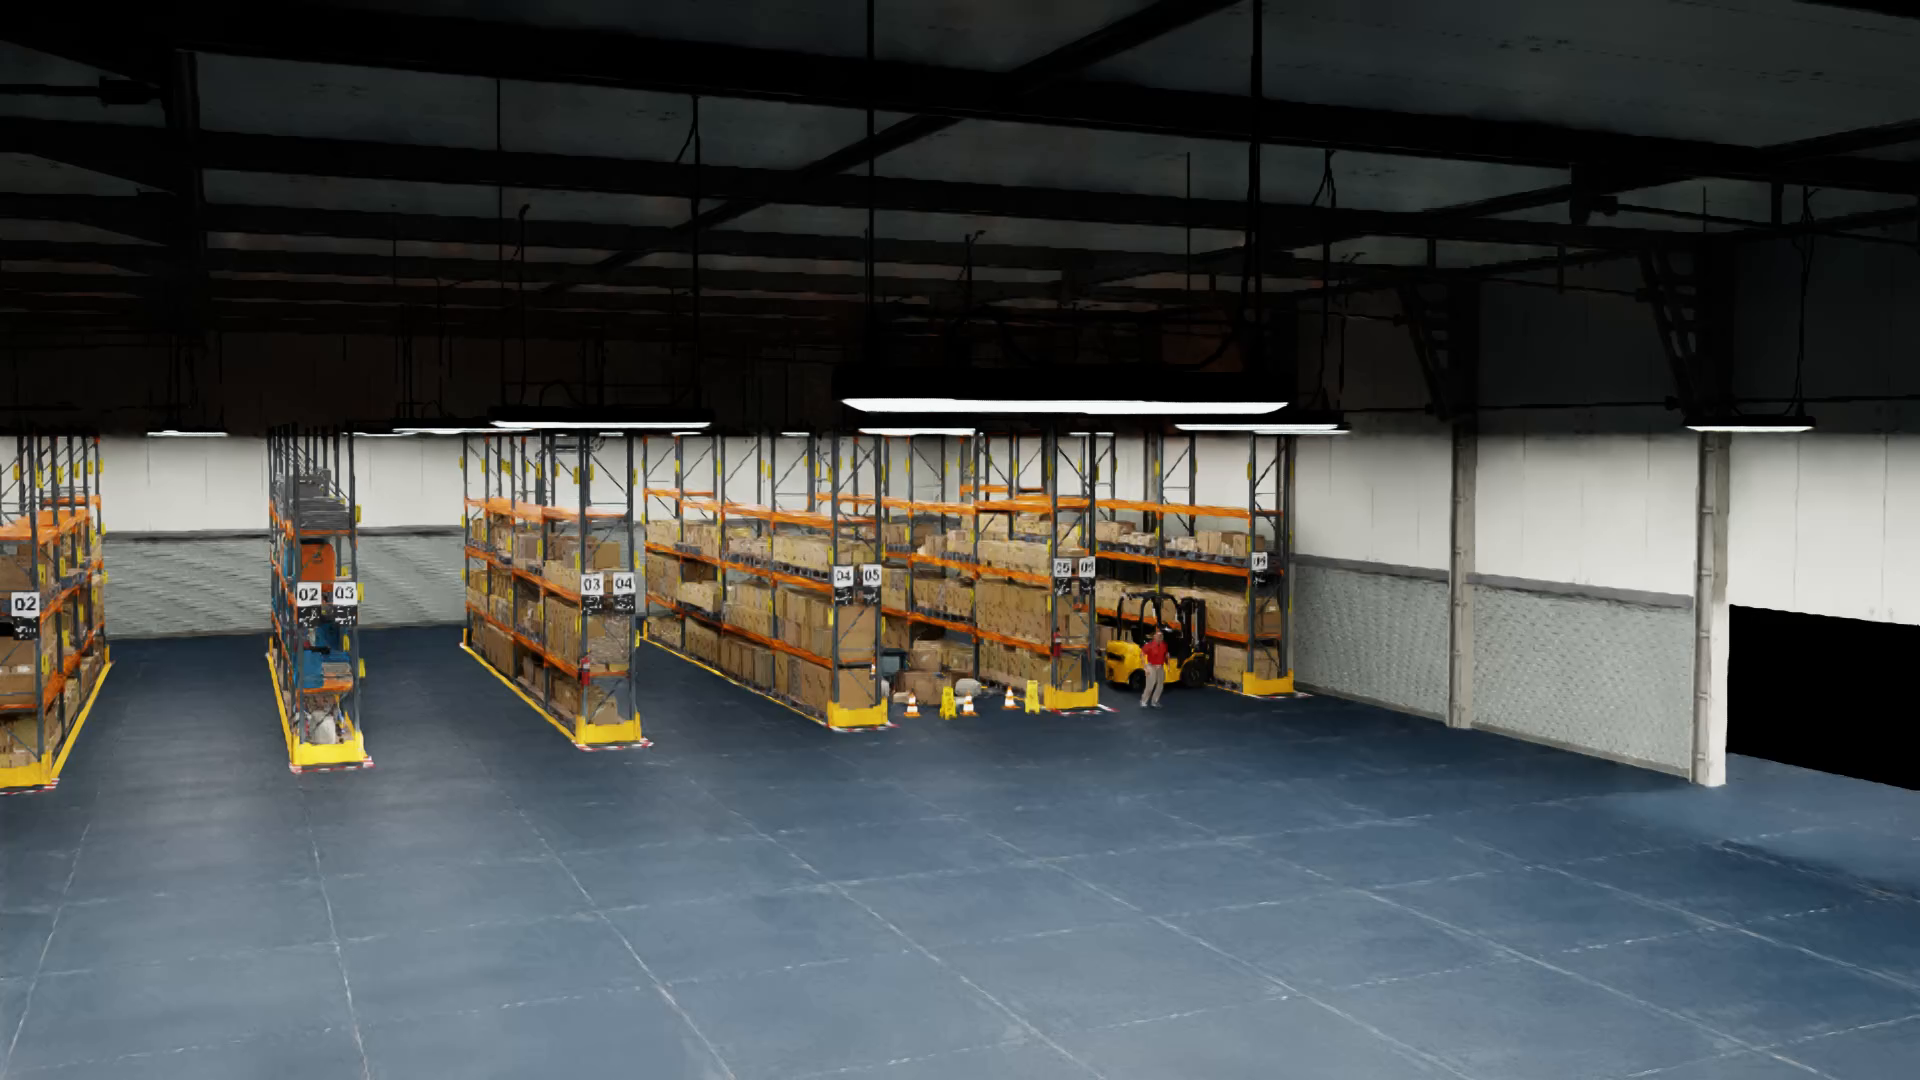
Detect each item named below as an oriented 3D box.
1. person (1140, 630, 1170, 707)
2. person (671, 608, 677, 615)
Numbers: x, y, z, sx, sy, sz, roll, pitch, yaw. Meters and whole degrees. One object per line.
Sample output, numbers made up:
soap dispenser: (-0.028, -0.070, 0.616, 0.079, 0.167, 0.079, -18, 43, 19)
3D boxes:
person: (4.126, 2.730, 35.350, 0.653, 1.676, 0.535, -2, 4, -25)
person: (-8.916, 1.744, 51.759, 0.477, 1.667, 0.526, 1, 4, 11)
